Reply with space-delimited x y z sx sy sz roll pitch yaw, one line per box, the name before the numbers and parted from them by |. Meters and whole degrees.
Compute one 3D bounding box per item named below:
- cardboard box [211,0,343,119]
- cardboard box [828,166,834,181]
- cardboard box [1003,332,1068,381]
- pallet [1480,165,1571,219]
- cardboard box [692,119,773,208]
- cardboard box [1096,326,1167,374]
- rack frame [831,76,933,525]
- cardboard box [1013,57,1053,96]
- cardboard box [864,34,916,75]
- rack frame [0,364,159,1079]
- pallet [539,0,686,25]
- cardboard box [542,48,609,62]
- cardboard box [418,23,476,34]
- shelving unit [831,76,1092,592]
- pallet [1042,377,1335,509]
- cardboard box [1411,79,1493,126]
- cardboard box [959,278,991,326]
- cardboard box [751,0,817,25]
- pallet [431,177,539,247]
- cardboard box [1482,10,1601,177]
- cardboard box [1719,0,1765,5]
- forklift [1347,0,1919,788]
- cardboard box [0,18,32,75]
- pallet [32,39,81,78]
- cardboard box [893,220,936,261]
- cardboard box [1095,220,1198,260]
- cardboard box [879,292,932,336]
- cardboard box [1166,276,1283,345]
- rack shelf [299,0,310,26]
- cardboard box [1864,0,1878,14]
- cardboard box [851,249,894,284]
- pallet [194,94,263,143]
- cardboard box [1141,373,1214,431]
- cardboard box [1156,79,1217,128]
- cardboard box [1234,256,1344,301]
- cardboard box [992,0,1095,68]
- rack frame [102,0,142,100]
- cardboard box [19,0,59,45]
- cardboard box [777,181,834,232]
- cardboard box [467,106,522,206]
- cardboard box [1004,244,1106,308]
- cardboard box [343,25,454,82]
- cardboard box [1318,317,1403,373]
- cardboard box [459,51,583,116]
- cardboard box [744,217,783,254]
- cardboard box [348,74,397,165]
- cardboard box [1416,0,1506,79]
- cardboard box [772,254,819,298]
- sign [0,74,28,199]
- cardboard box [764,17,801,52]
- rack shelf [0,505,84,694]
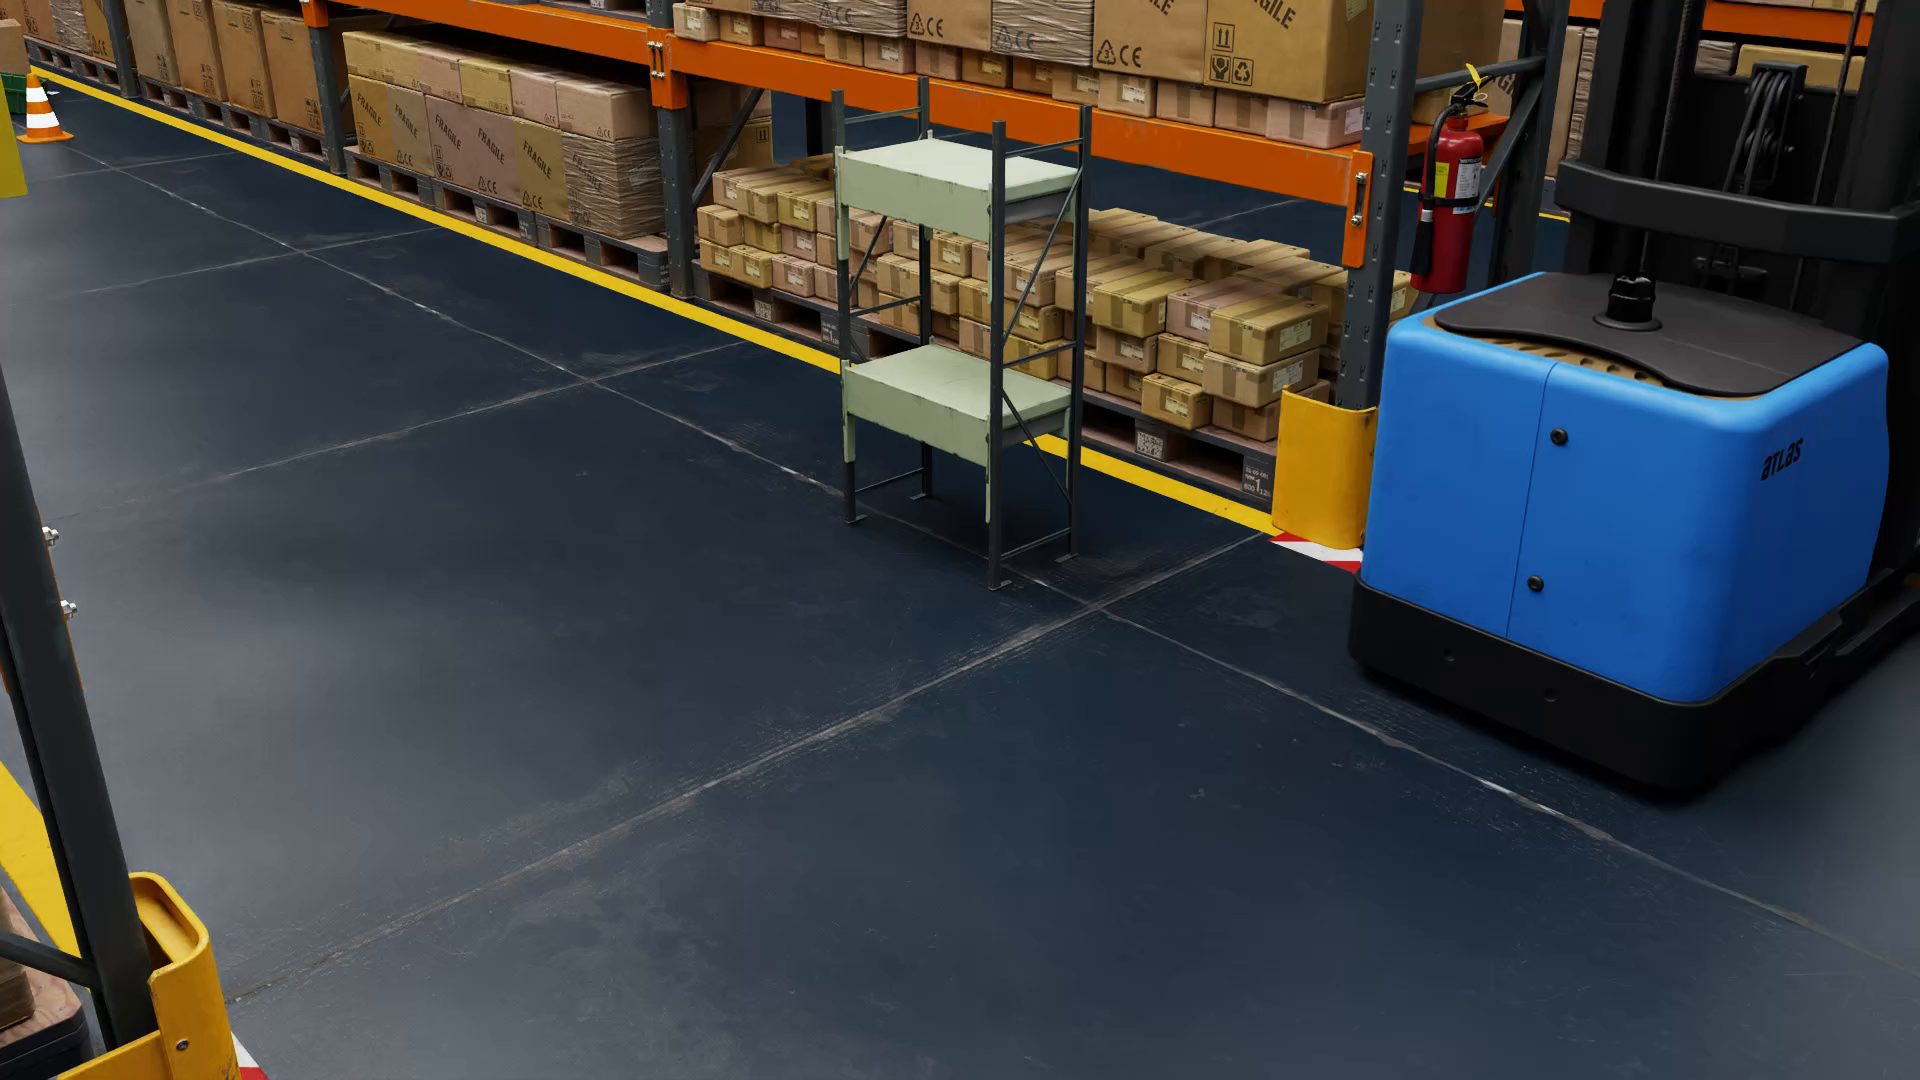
cardboard box | -4.751 -3.579 12.186 1.050 0.750 0.750 -21 32 -38
cardboard box | -0.430 -1.790 8.273 0.380 0.149 0.250 -21 32 -38
cardboard box | 0.390 -0.793 6.802 0.250 0.149 0.380 22 33 39
pallet | 3.924 -2.211 10.343 1.003 0.211 1.213 -21 32 -38
cardboard box | -1.378 -2.079 9.199 0.500 0.500 0.500 -20 31 -37
cardboard box | 0.742 -0.779 6.415 0.250 0.149 0.380 22 33 40
rack frame | -0.255 -0.795 5.686 0.400 1.500 0.023 -21 32 -38
cardboard box | 0.422 -1.834 6.458 0.250 0.149 0.380 22 33 40
cardboard box | -0.176 -2.048 6.927 0.380 0.149 0.250 -20 31 -36
rack frame | -1.879 -0.078 2.307 0.949 2.616 0.053 -21 32 -38
pallet | -1.483 -2.911 8.749 1.003 0.211 1.213 -21 32 -38
cardboard box | -2.090 -2.736 9.736 0.500 0.250 0.500 -20 31 -37
cardboard box | -3.142 -3.200 10.752 0.500 0.250 0.500 -22 33 -40
shelving unit | -0.005 -0.684 5.443 0.431 1.500 0.755 -21 32 -38
pallet | 1.086 -0.525 6.646 1.003 0.211 1.213 -21 32 -38
cardboard box | 1.685 -1.591 5.926 0.380 0.149 0.250 -22 32 -39
cardboard box | 0.217 -1.015 6.932 0.380 0.149 0.250 -19 31 -36
cardboard box | -0.568 -2.537 7.219 0.500 0.500 0.500 -21 32 -38
pallet | -2.438 -2.062 10.017 1.003 0.211 1.213 -21 32 -38
cardboard box | 3.631 -2.831 10.396 0.875 0.875 0.875 -21 32 -38
cardboard box | 4.353 -3.022 9.062 0.380 0.149 0.250 -21 32 -38
forklift | 2.560 -1.207 4.864 3.031 2.935 1.130 -21 32 -38
cardboard box | -8.344 -4.193 14.335 0.500 0.500 0.500 -15 29 -30
pallet | -7.835 -4.503 15.367 1.003 0.211 1.213 -21 32 -38
cardboard box | -0.073 -1.333 7.269 0.250 0.149 0.380 22 33 40
cardboard box | 0.790 -1.234 7.054 0.380 0.149 0.250 -20 31 -37
cardboard box | -0.136 -1.037 7.338 0.380 0.149 0.250 -22 33 -40
cardboard box | 0.991 -0.860 6.232 0.380 0.149 0.250 -20 32 -37
rack shelf | -5.167 -4.216 12.245 1.077 0.370 4.000 -21 32 -38
cardboard box | 4.873 -2.791 8.556 0.380 0.149 0.250 -20 32 -38
cardboard box | -0.268 -1.267 7.484 0.380 0.149 0.250 -19 31 -36
pallet | -5.114 -3.299 12.727 1.003 0.211 1.213 -21 32 -38
cardboard box | 0.906 -0.558 6.287 0.380 0.149 0.250 -20 31 -37
cardboard box | 0.913 -1.576 5.893 0.380 0.149 0.250 -22 32 -39
cardboard box | 1.281 -0.983 6.503 0.380 0.149 0.250 -21 32 -38
cardboard box | 0.471 -2.066 6.187 0.500 0.500 0.500 -21 32 -38
rack frame | -6.534 -5.150 13.424 1.000 3.000 0.127 -21 32 -38
cardboard box | -8.154 -5.133 15.442 0.875 0.875 0.875 -22 32 -39
cardboard box | -0.628 -1.565 7.778 0.380 0.149 0.250 -22 32 -39
cardboard box | -2.454 -2.245 9.562 0.500 0.500 0.500 -22 33 -40
cardboard box | 0.366 -1.064 6.681 0.380 0.149 0.250 -20 31 -37
cardboard box | -3.506 -3.055 10.435 0.500 0.250 0.500 22 32 39
cardboard box | 1.497 -0.775 6.405 0.380 0.149 0.250 -20 31 -36
cardboard box | -2.473 -2.590 9.417 0.500 0.250 0.500 22 33 39
cardboard box | -0.814 -1.503 8.002 0.380 0.149 0.250 -21 32 -38
cardboard box | -3.503 -2.705 10.571 0.500 0.500 0.500 22 33 40
cardboard box | 1.562 -1.909 5.842 0.500 0.500 0.500 -19 31 -36
cardboard box | -0.662 -1.277 7.865 0.380 0.149 0.250 -21 32 -39
sign | -1.467 -0.665 2.455 0.100 0.325 0.005 -21 32 -38
cardboard box | -0.660 -2.310 7.502 0.250 0.149 0.380 22 33 39
rack shelf | -3.244 -0.358 3.787 1.077 0.370 4.000 -21 32 -38
